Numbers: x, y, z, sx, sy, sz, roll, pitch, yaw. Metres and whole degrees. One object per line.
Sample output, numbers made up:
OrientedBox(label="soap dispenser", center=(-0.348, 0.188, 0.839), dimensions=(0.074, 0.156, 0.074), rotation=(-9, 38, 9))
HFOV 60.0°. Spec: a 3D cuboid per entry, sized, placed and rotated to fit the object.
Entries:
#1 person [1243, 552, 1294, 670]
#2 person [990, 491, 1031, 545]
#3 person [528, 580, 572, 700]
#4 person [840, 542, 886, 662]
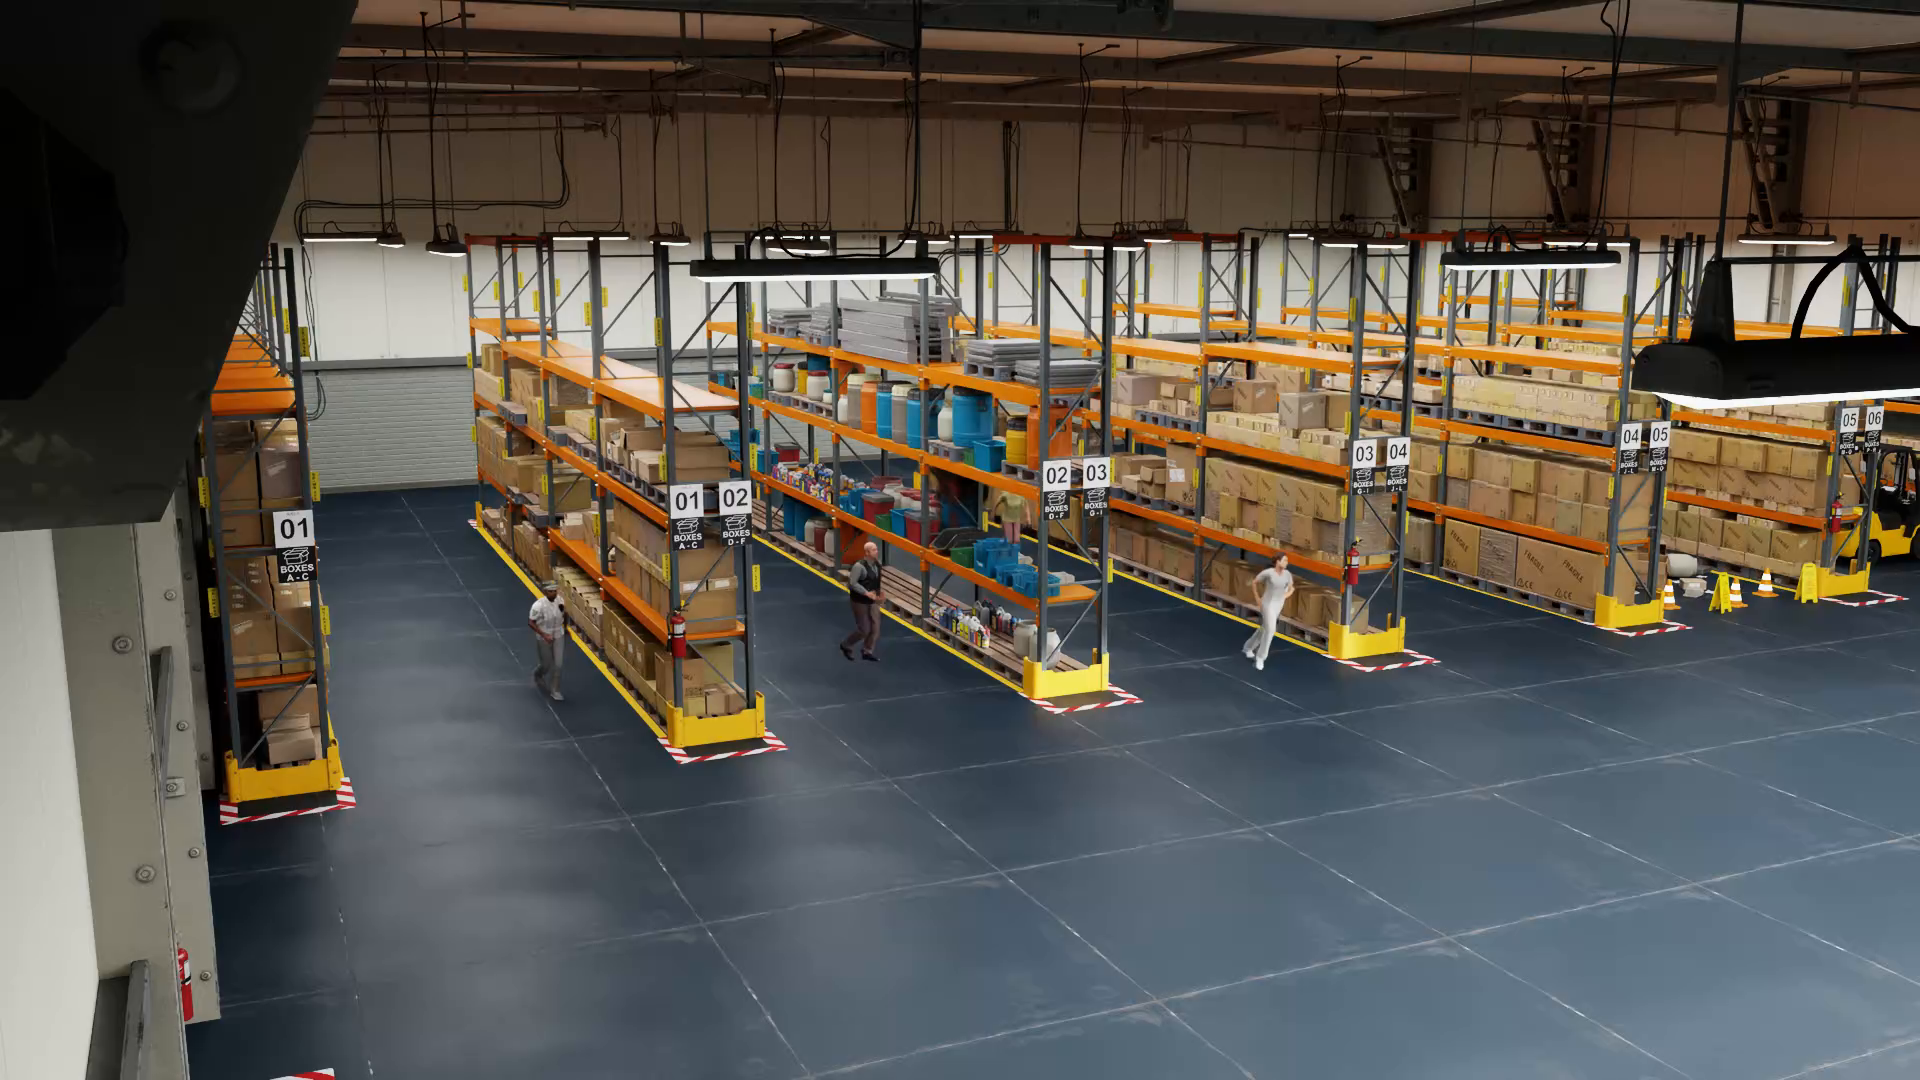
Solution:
OrientedBox(label="person", center=(4.406, 0.961, 23.898), dimensions=(0.746, 1.630, 0.739), rotation=(-6, 12, -27))
OrientedBox(label="person", center=(0.928, -0.327, 29.586), dimensions=(0.571, 1.603, 0.727), rotation=(-4, 12, -22))
OrientedBox(label="person", center=(-5.517, 1.288, 22.232), dimensions=(0.574, 1.644, 0.737), rotation=(-7, 13, -33))
OrientedBox(label="person", center=(-1.337, 0.859, 22.904), dimensions=(0.708, 1.713, 0.654), rotation=(8, 13, 35))
